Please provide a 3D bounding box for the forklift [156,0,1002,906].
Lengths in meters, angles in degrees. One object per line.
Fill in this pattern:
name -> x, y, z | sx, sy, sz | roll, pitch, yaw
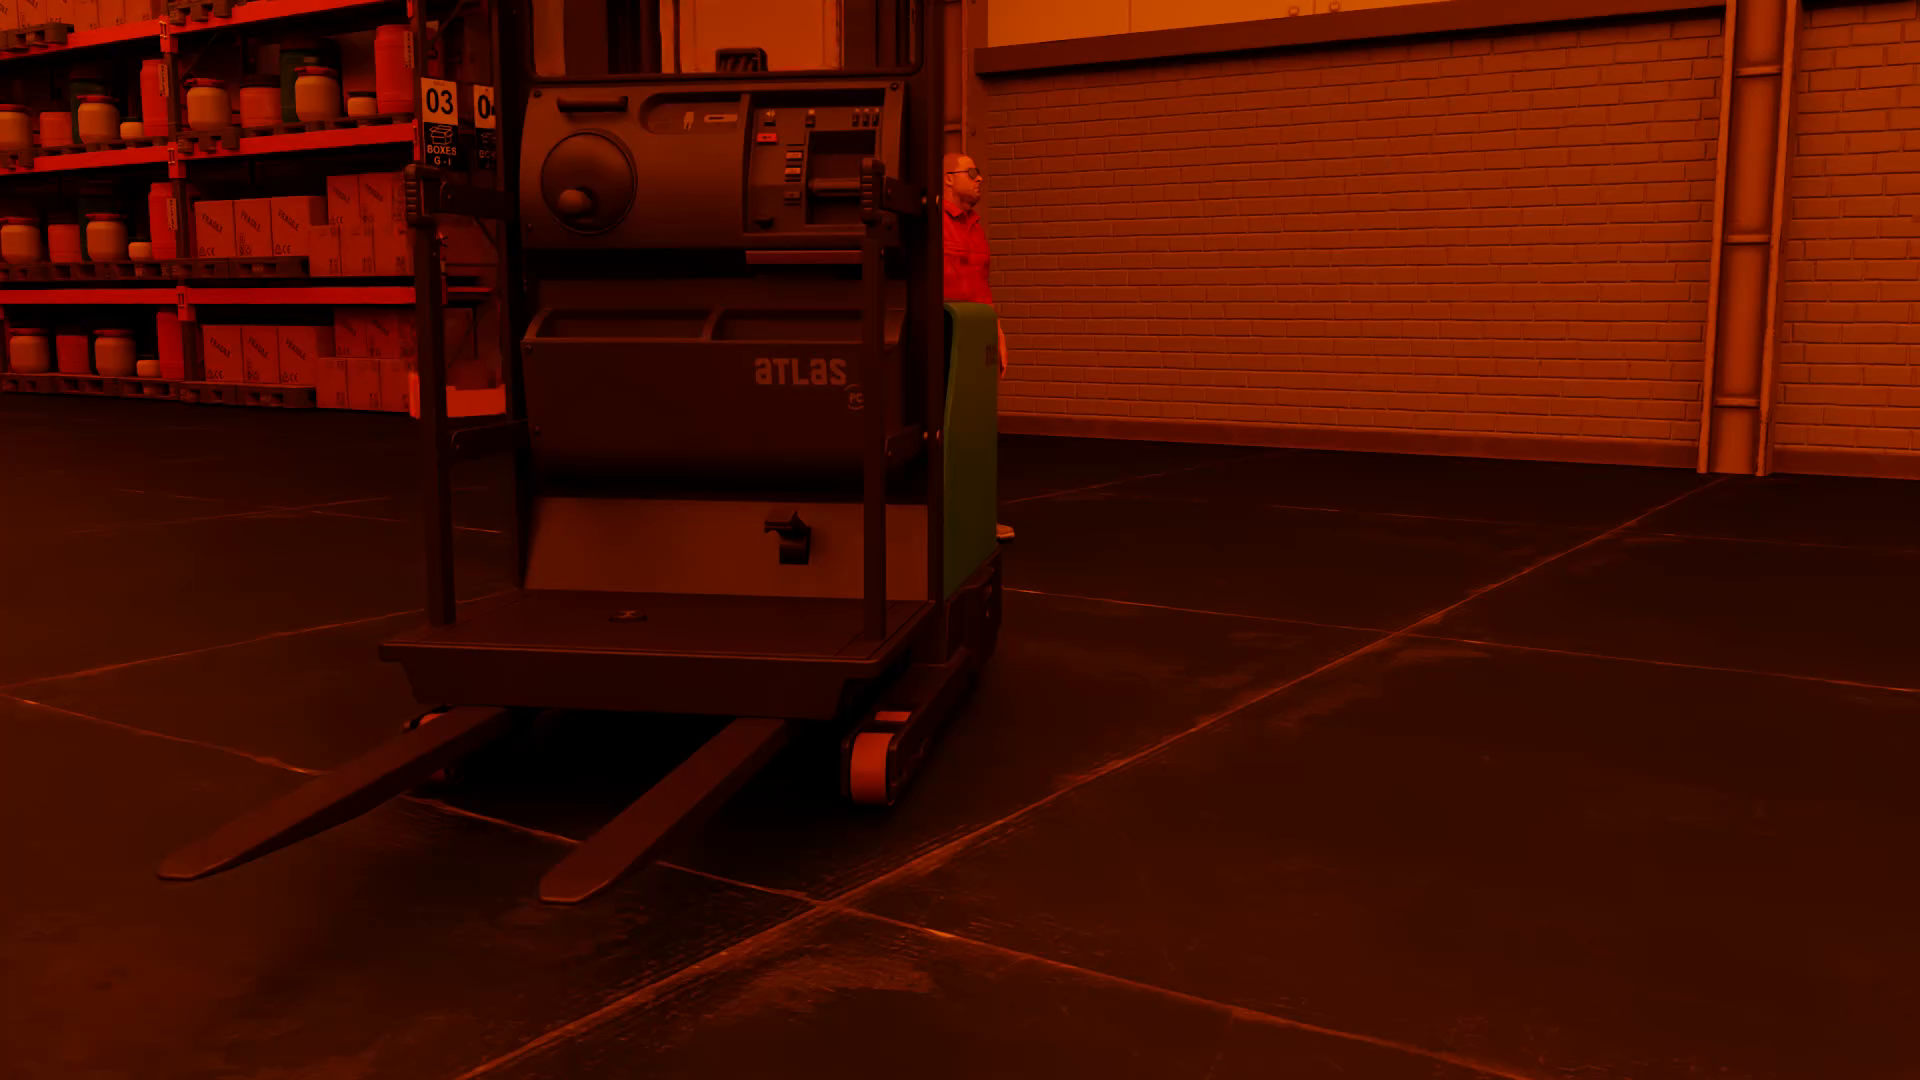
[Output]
forklift -> -0.625, -0.931, 3.737 | 1.130, 2.935, 3.031 | 1, 8, 9

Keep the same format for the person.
person -> 0.068, -0.854, 7.421 | 0.551, 1.727, 0.640 | 5, 10, 34
